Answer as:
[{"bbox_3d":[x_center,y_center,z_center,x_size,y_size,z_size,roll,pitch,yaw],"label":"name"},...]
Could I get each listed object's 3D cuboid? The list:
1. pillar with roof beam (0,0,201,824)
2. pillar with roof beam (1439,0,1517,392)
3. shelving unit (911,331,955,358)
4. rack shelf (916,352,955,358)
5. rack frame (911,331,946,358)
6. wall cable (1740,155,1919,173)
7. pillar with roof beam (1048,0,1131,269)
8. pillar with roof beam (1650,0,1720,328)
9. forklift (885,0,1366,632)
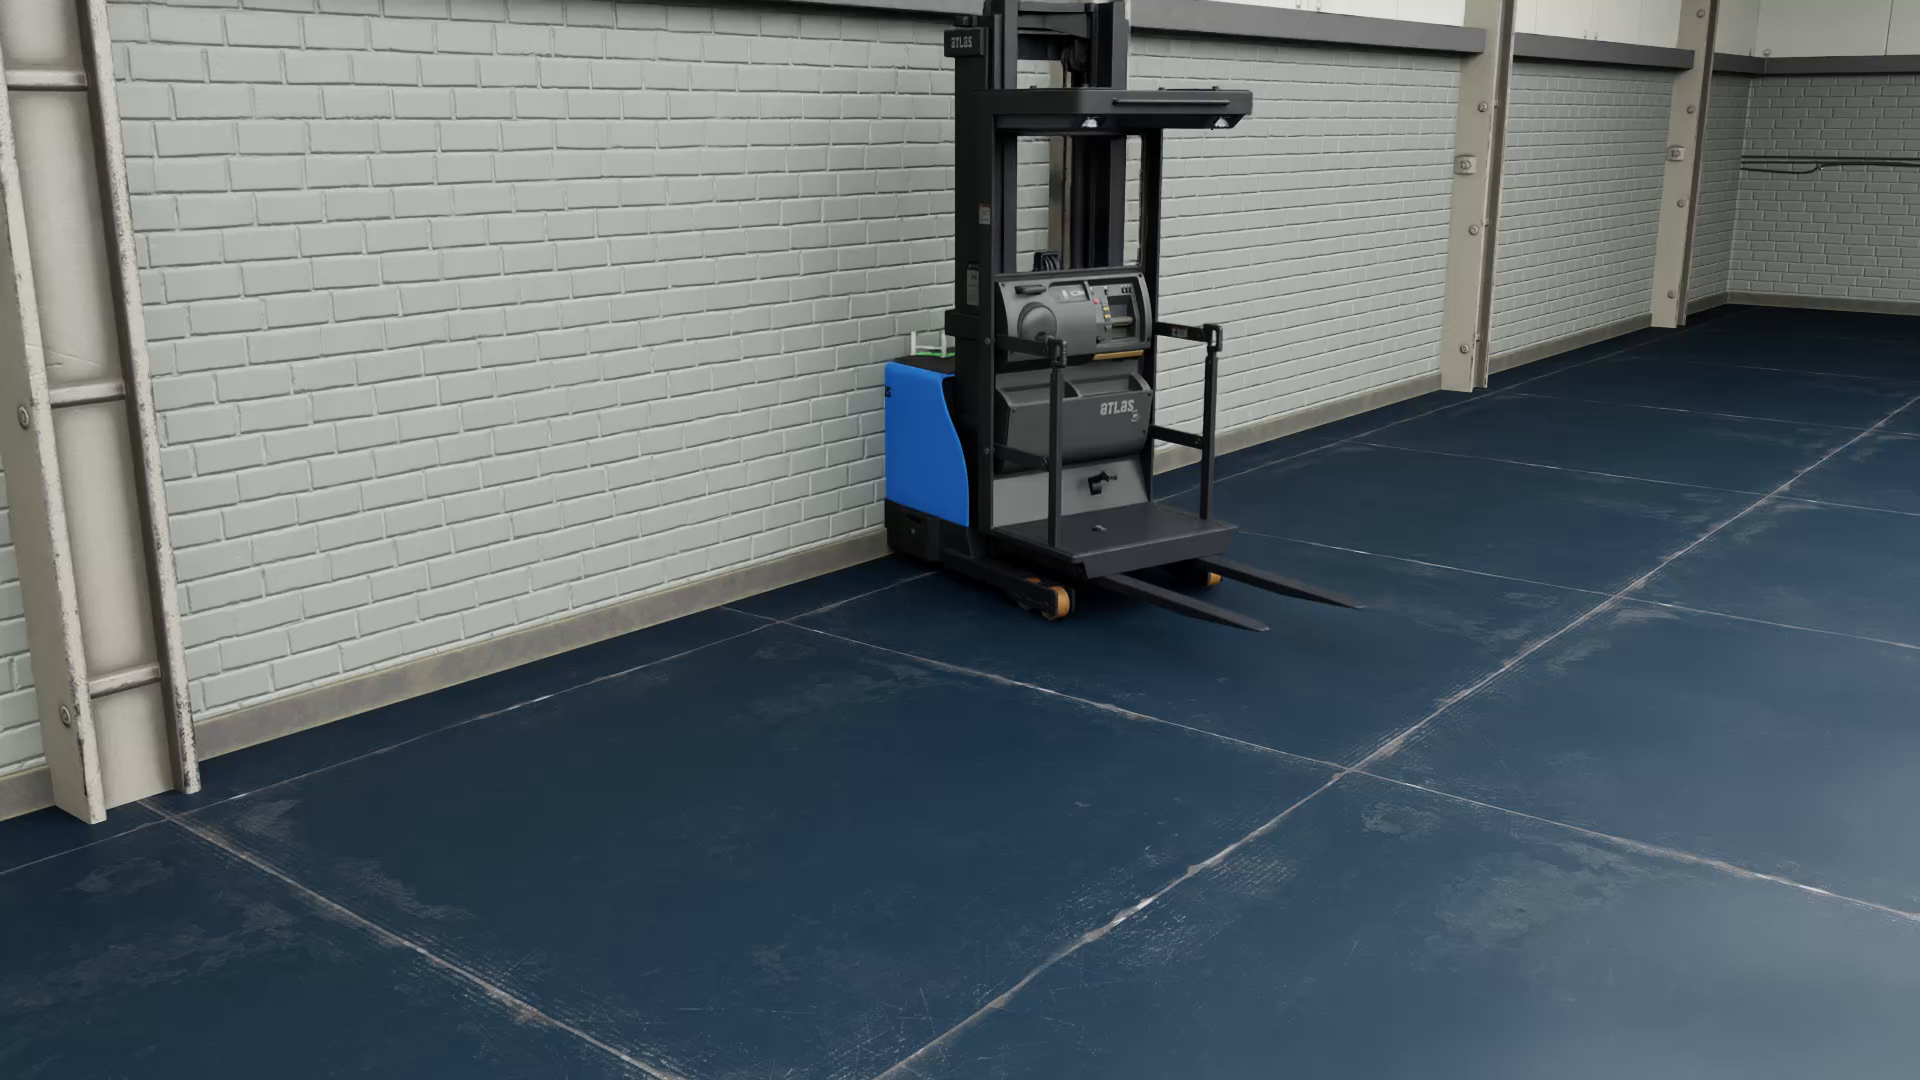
[{"bbox_3d":[0.348,-2.773,2.261,9.100,9.000,0.400,11,18,38],"label":"pillar with roof beam"},{"bbox_3d":[7.890,-5.071,11.307,9.100,9.000,0.400,11,18,38],"label":"pillar with roof beam"},{"bbox_3d":[-0.014,-0.587,9.415,0.258,1.200,0.503,8,14,38],"label":"shelving unit"},{"bbox_3d":[-0.018,-0.996,9.336,0.258,0.148,0.480,8,14,38],"label":"rack shelf"},{"bbox_3d":[-0.167,-0.550,9.228,0.240,1.200,0.015,8,14,38],"label":"rack frame"},{"bbox_3d":[11.193,-5.741,20.251,3.097,2.526,0.112,11,18,38],"label":"wall cable"},{"bbox_3d":[4.119,-3.922,6.784,9.100,9.000,0.400,11,18,38],"label":"pillar with roof beam"},{"bbox_3d":[11.661,-6.220,15.831,9.100,9.000,0.400,11,18,38],"label":"pillar with roof beam"},{"bbox_3d":[0.712,-1.166,8.261,1.130,2.935,3.031,-10,17,-33],"label":"forklift"}]
